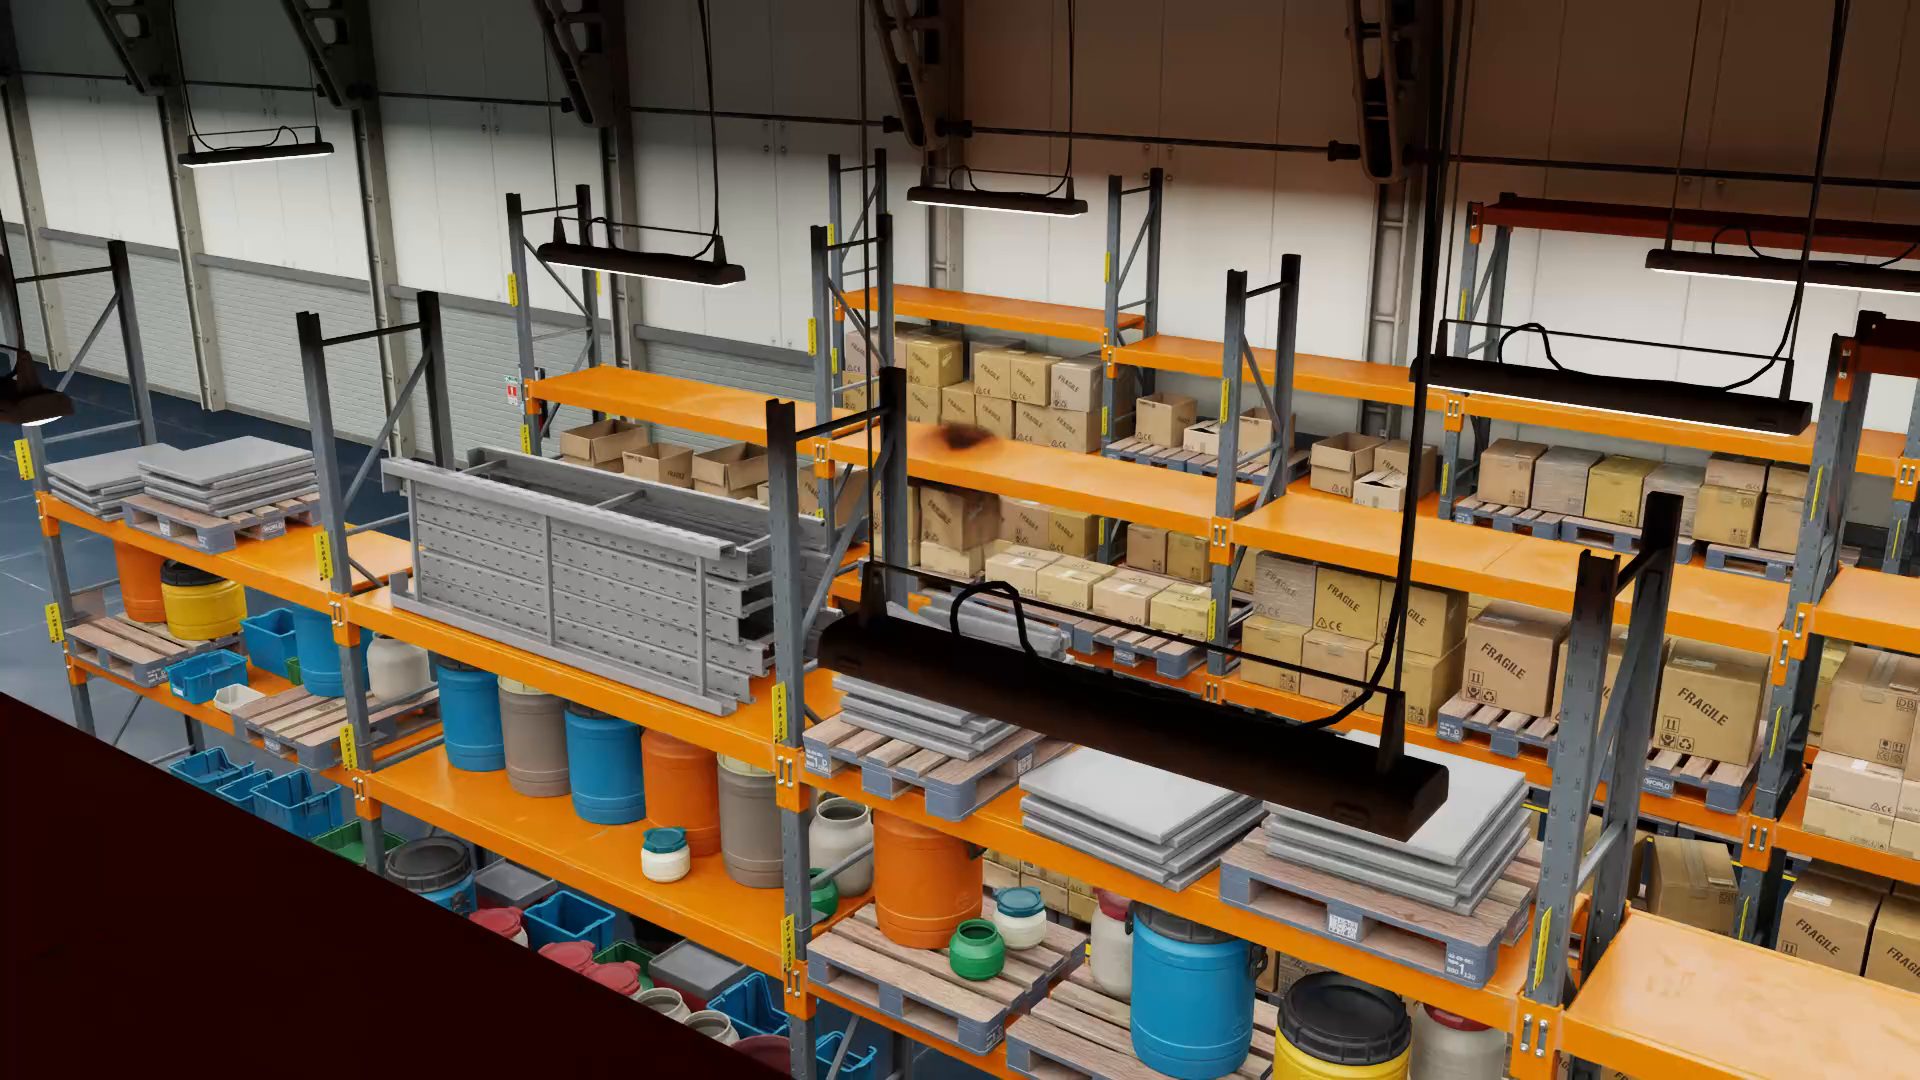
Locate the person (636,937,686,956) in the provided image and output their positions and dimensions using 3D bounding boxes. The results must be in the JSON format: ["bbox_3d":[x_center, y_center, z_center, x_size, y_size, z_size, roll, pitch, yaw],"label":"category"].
[{"bbox_3d":[-2.329,3.132,13.099,0.559,1.726,0.410,3,19,10],"label":"person"}]
